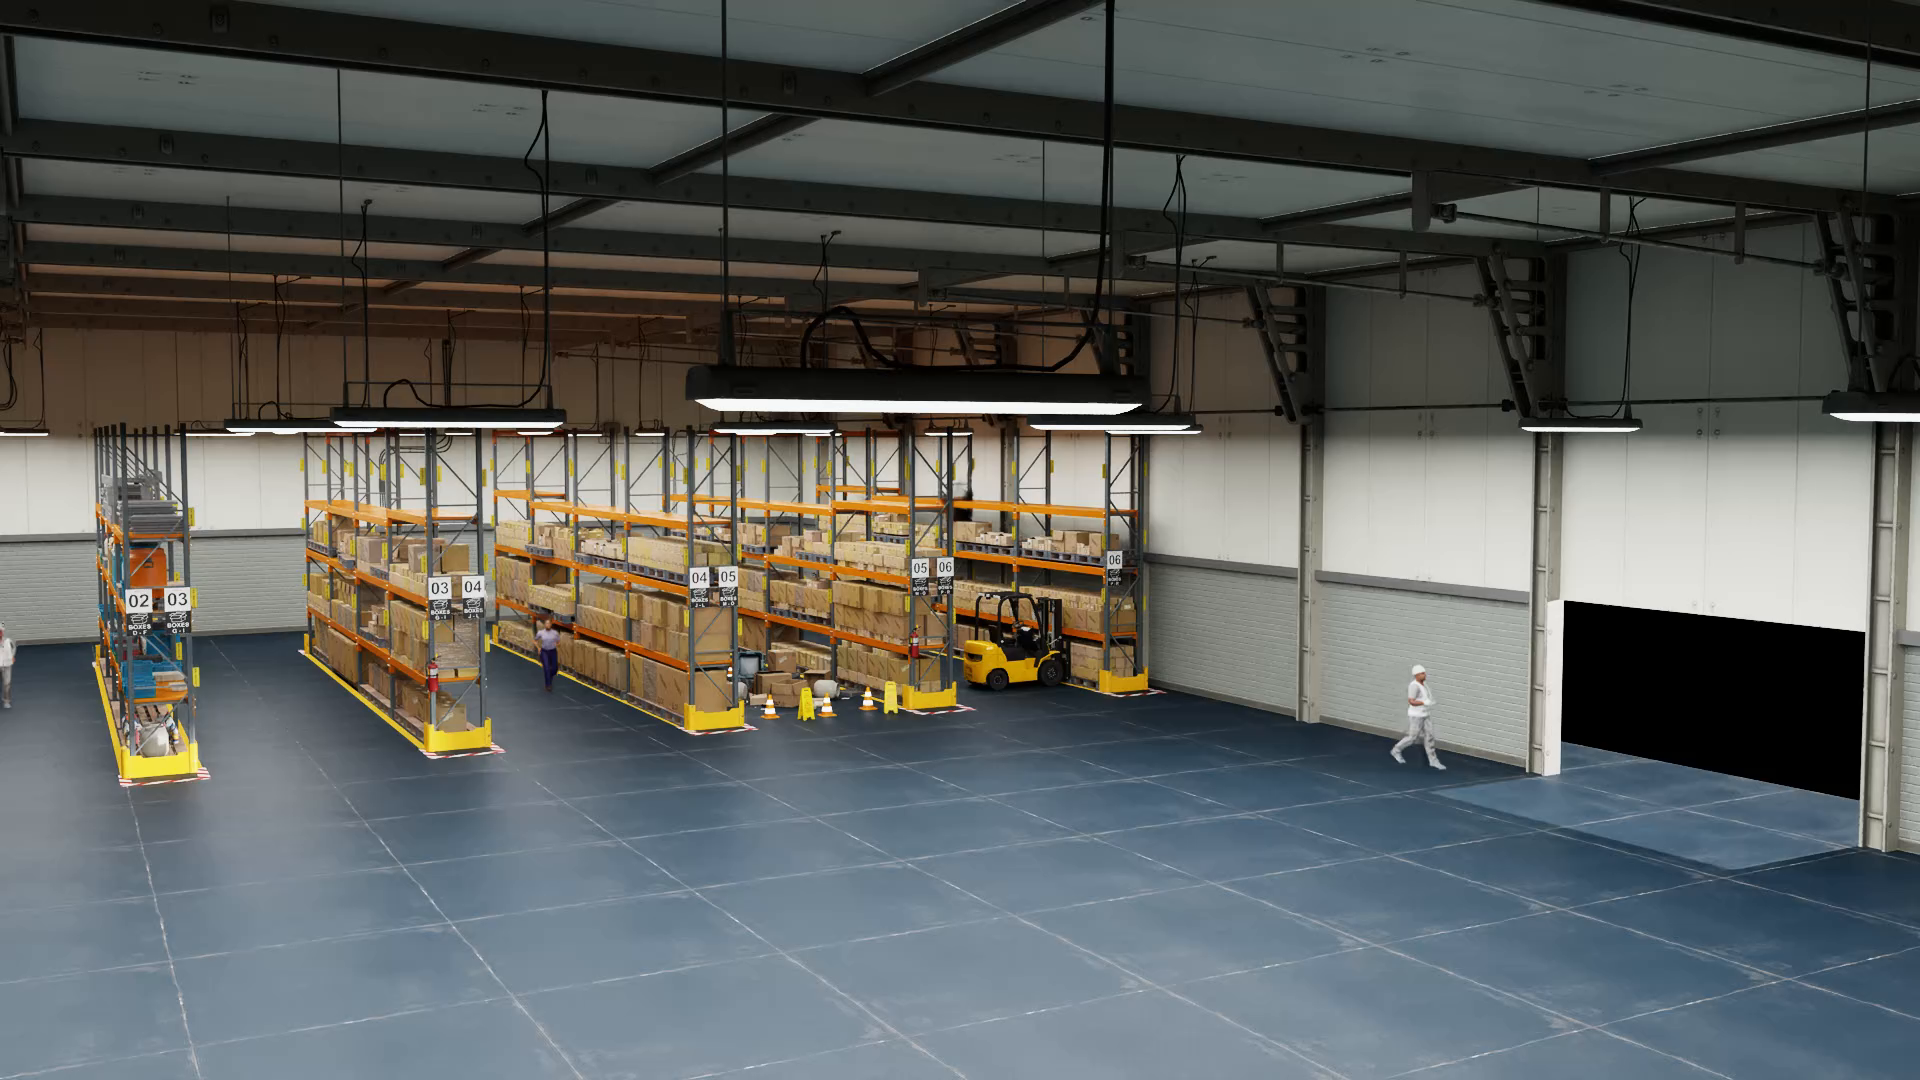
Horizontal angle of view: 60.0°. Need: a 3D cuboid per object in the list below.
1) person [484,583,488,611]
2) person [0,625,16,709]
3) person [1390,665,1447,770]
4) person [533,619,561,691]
[{"bbox_3d":[-13.755,1.996,47.296,0.680,1.711,0.608,2,4,28],"label":"person"},{"bbox_3d":[-20.458,2.688,35.440,0.636,1.770,0.935,-3,5,-40],"label":"person"},{"bbox_3d":[7.952,3.057,28.822,0.978,1.787,0.682,3,4,38],"label":"person"},{"bbox_3d":[-9.422,2.620,38.016,0.620,1.601,0.803,-2,4,-29],"label":"person"}]
